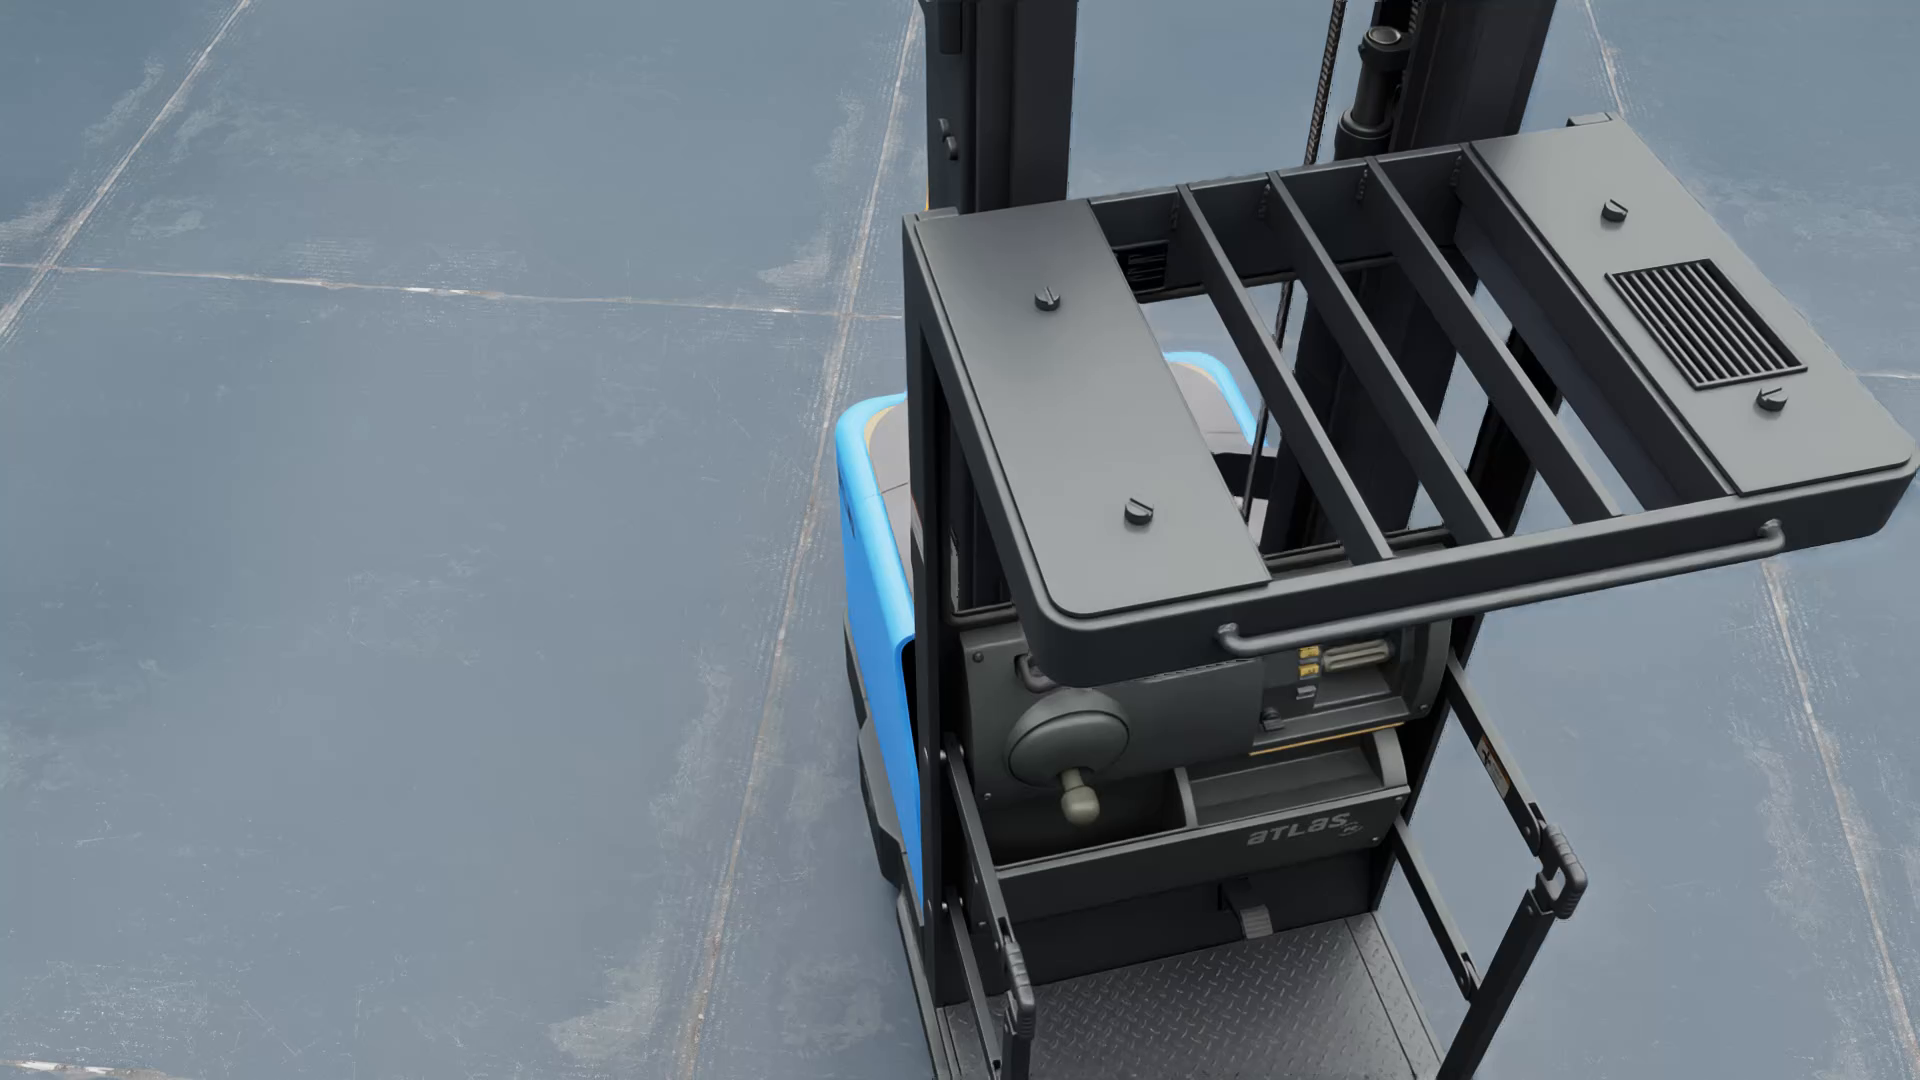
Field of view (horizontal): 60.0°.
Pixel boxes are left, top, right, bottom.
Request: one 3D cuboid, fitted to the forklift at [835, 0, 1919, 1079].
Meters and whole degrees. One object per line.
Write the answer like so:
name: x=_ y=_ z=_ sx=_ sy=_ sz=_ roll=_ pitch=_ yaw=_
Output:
forklift: x=0.517 y=0.371 z=2.925 sx=1.130 sy=2.935 sz=3.031 roll=-10 pitch=48 yaw=-9
